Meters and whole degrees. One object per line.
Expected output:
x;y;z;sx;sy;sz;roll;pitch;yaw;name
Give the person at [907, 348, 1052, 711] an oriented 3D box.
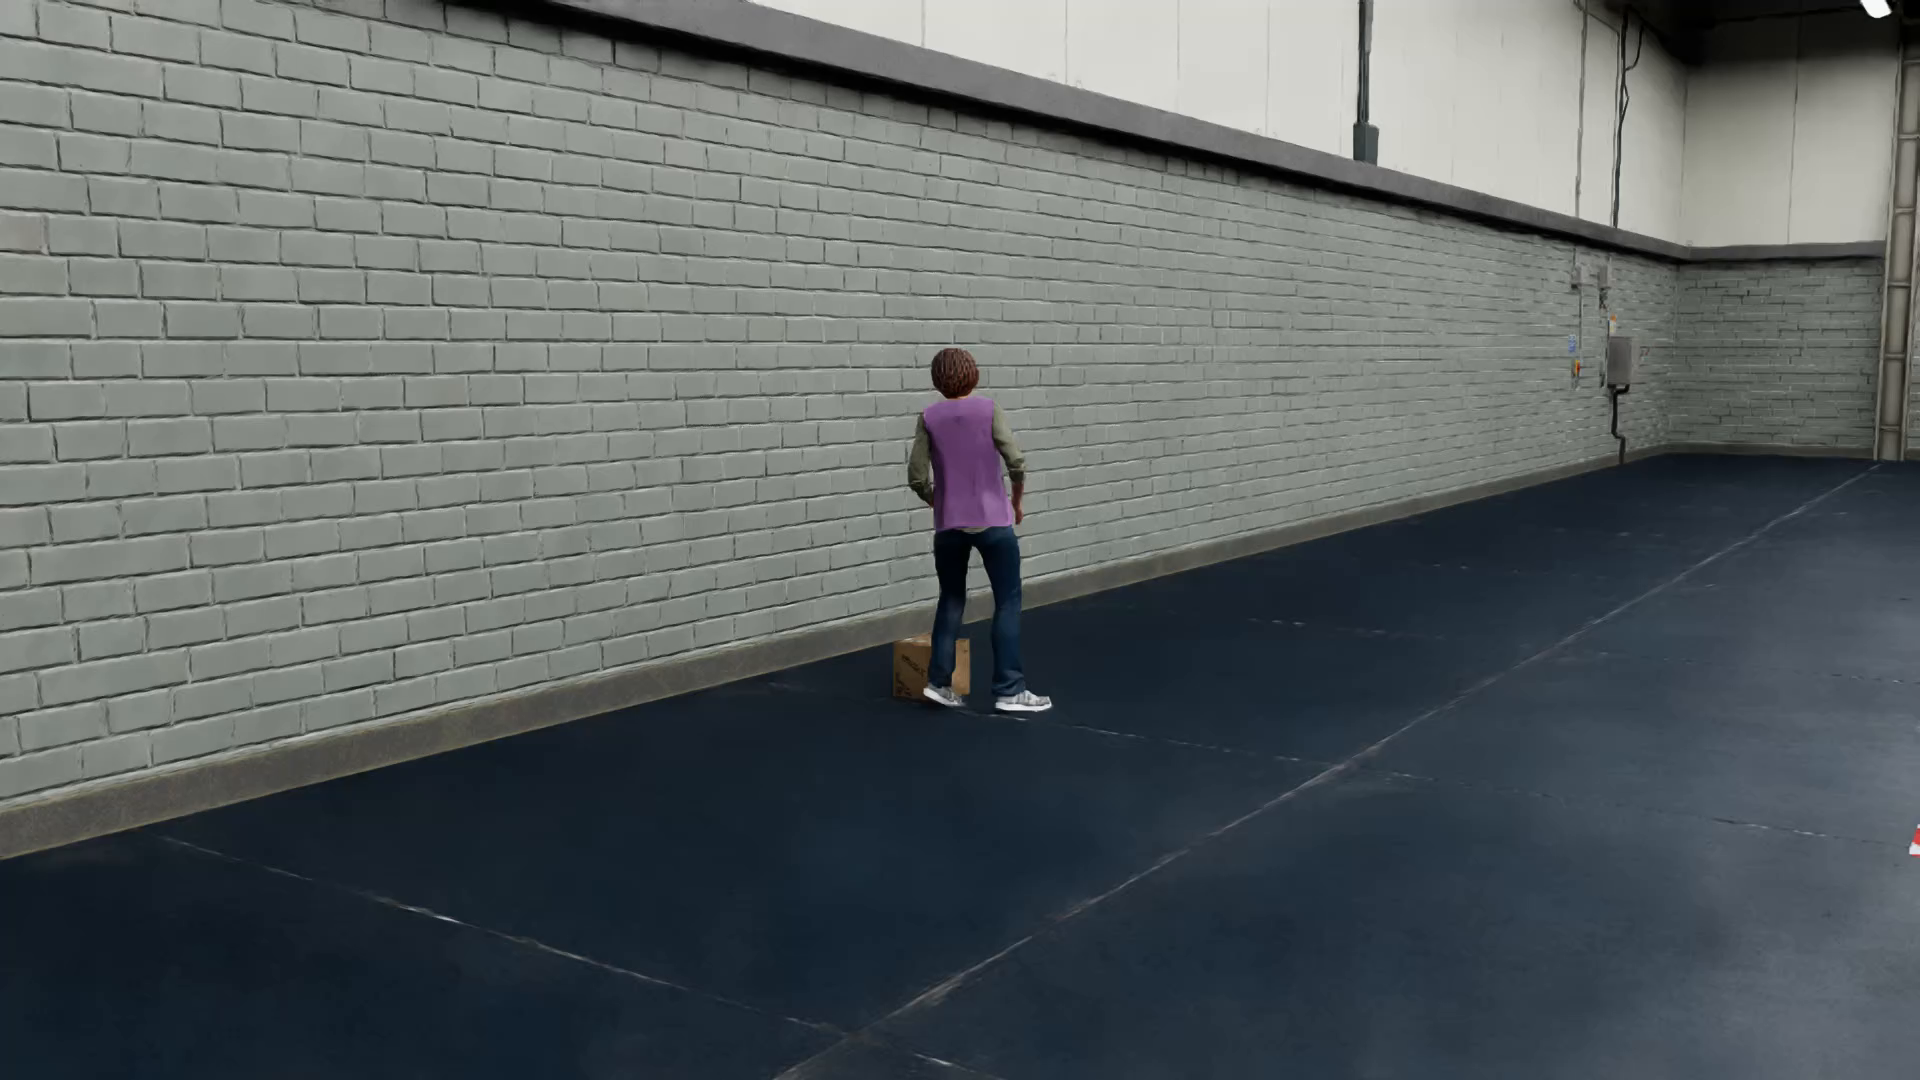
0.091;-0.032;7.187;0.600;1.589;0.360;2;7;17;person
